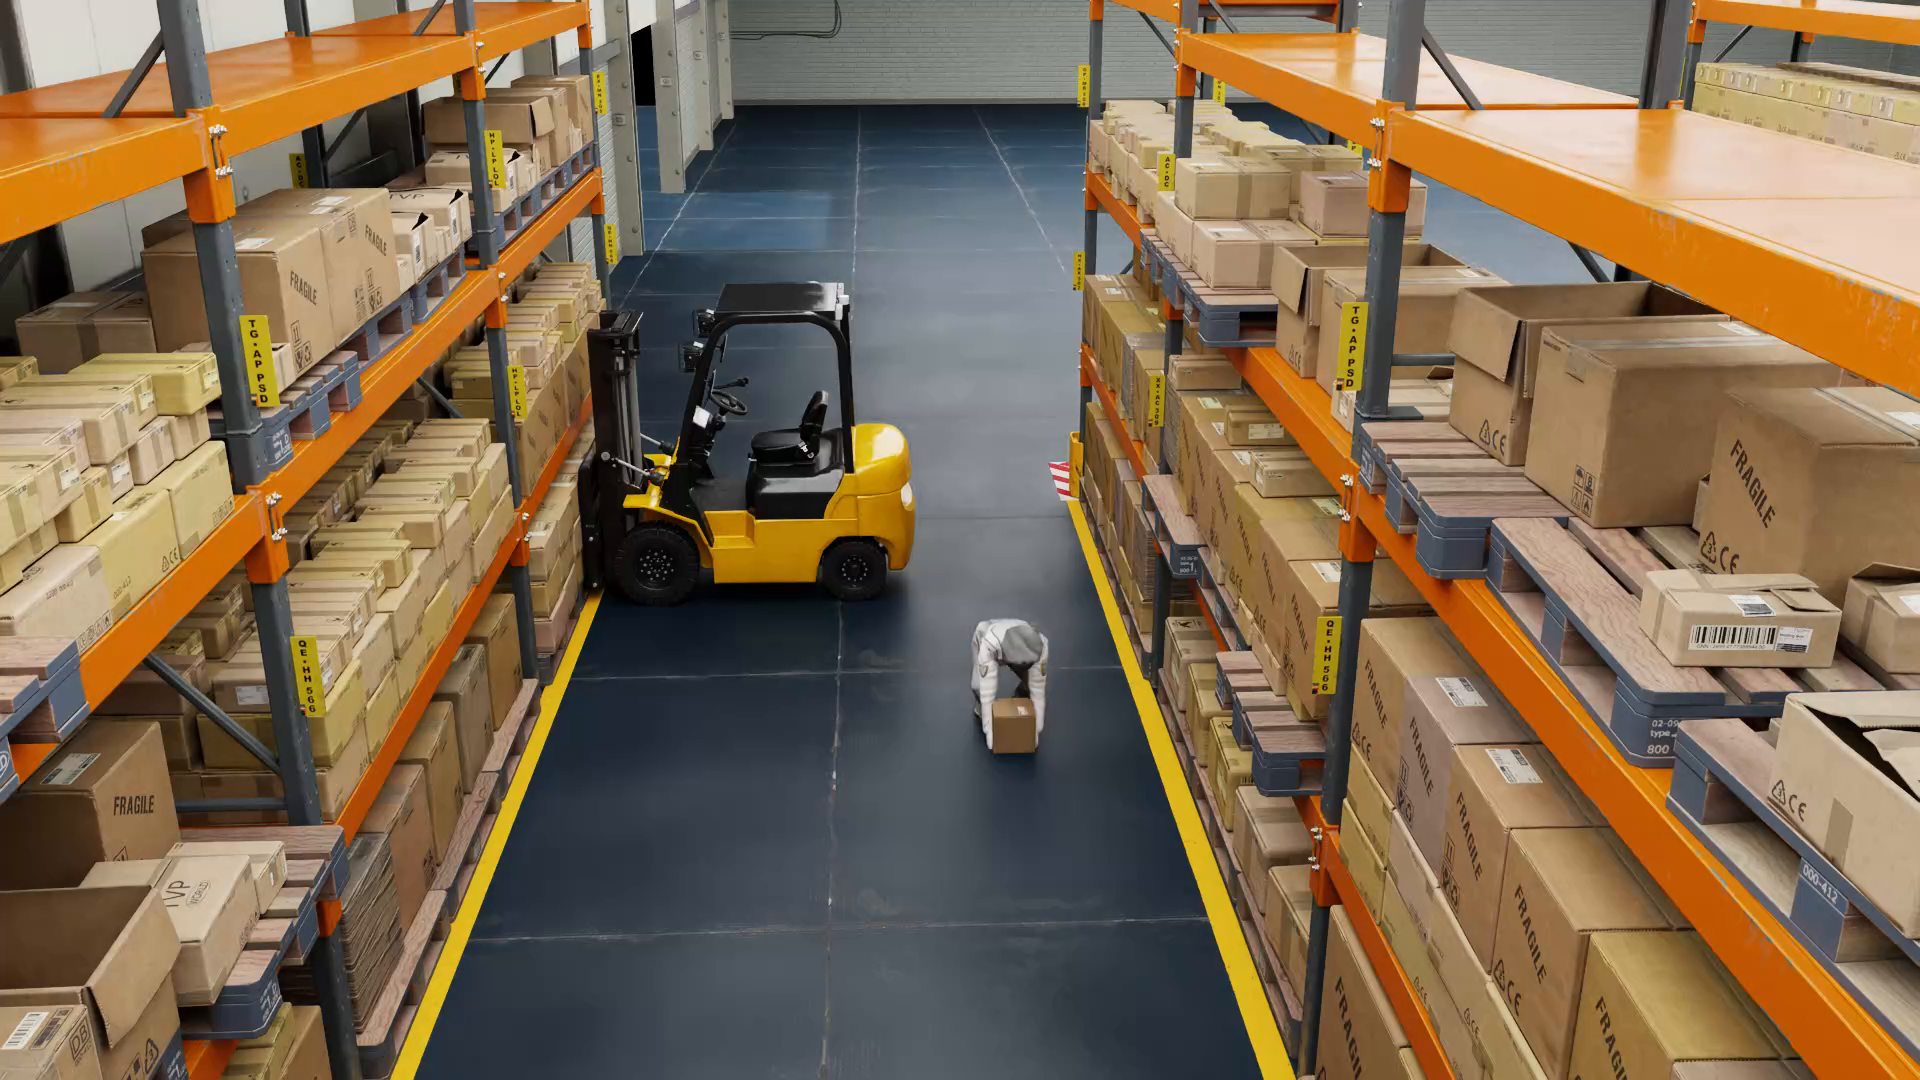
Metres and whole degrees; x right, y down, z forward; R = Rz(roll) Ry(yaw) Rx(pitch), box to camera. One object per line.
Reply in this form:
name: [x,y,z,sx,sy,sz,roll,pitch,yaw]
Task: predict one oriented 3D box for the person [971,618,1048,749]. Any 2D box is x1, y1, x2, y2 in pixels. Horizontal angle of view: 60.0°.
person: [0.299,0.805,10.283,0.475,0.843,0.884,-2,21,-4]
